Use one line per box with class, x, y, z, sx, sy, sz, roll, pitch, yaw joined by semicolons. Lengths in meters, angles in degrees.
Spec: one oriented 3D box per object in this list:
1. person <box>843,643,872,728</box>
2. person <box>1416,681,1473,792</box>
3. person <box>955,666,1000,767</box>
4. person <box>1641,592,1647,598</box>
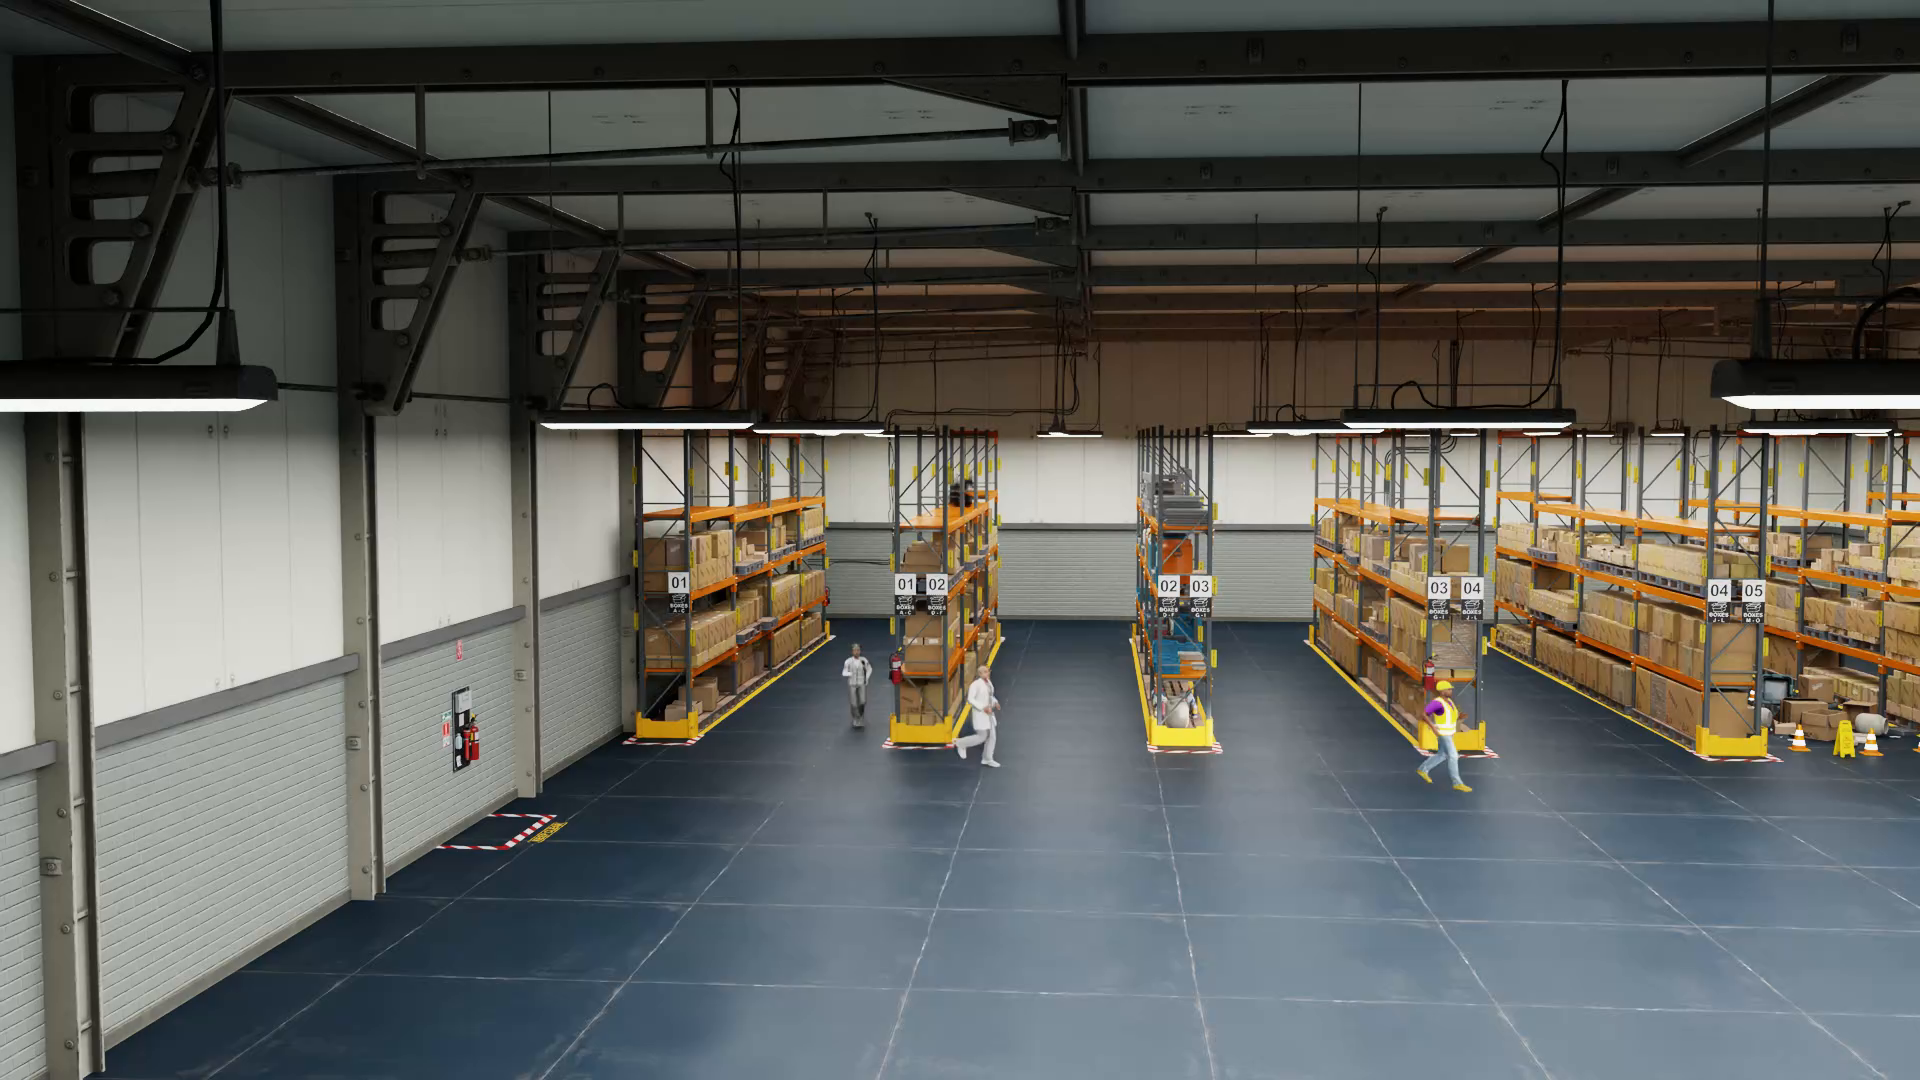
person;-2.031;2.898;33.026;0.596;1.690;0.607;0;3;-7
person;7.921;3.174;27.168;0.984;1.754;0.700;2;4;34
person;0.361;3.094;29.351;0.835;1.769;0.717;2;4;34
person;19.229;2.019;47.241;0.655;1.739;0.696;1;4;13
